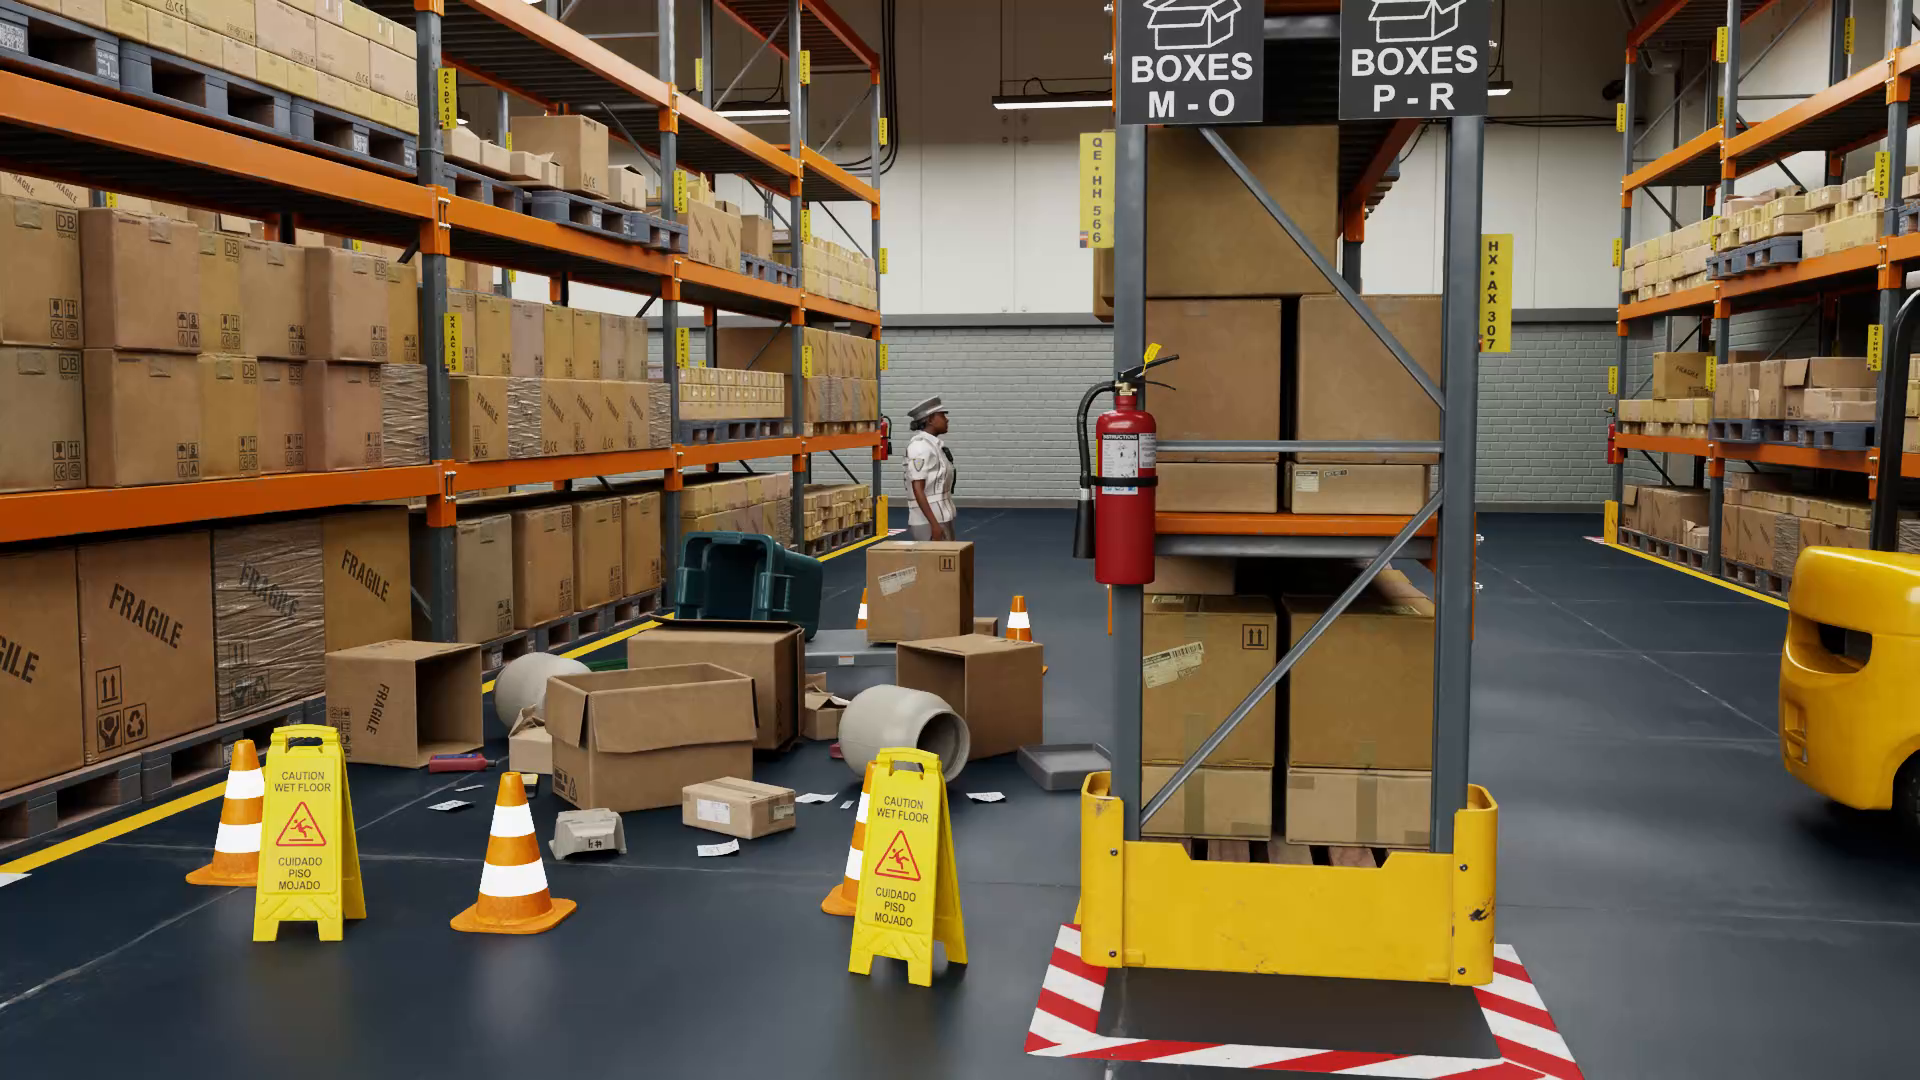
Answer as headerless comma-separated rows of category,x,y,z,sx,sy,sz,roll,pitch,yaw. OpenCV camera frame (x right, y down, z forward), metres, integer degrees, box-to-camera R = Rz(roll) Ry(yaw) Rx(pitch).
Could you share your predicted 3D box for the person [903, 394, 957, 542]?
person,-0.100,-0.088,10.676,0.530,1.695,0.569,1,5,9
